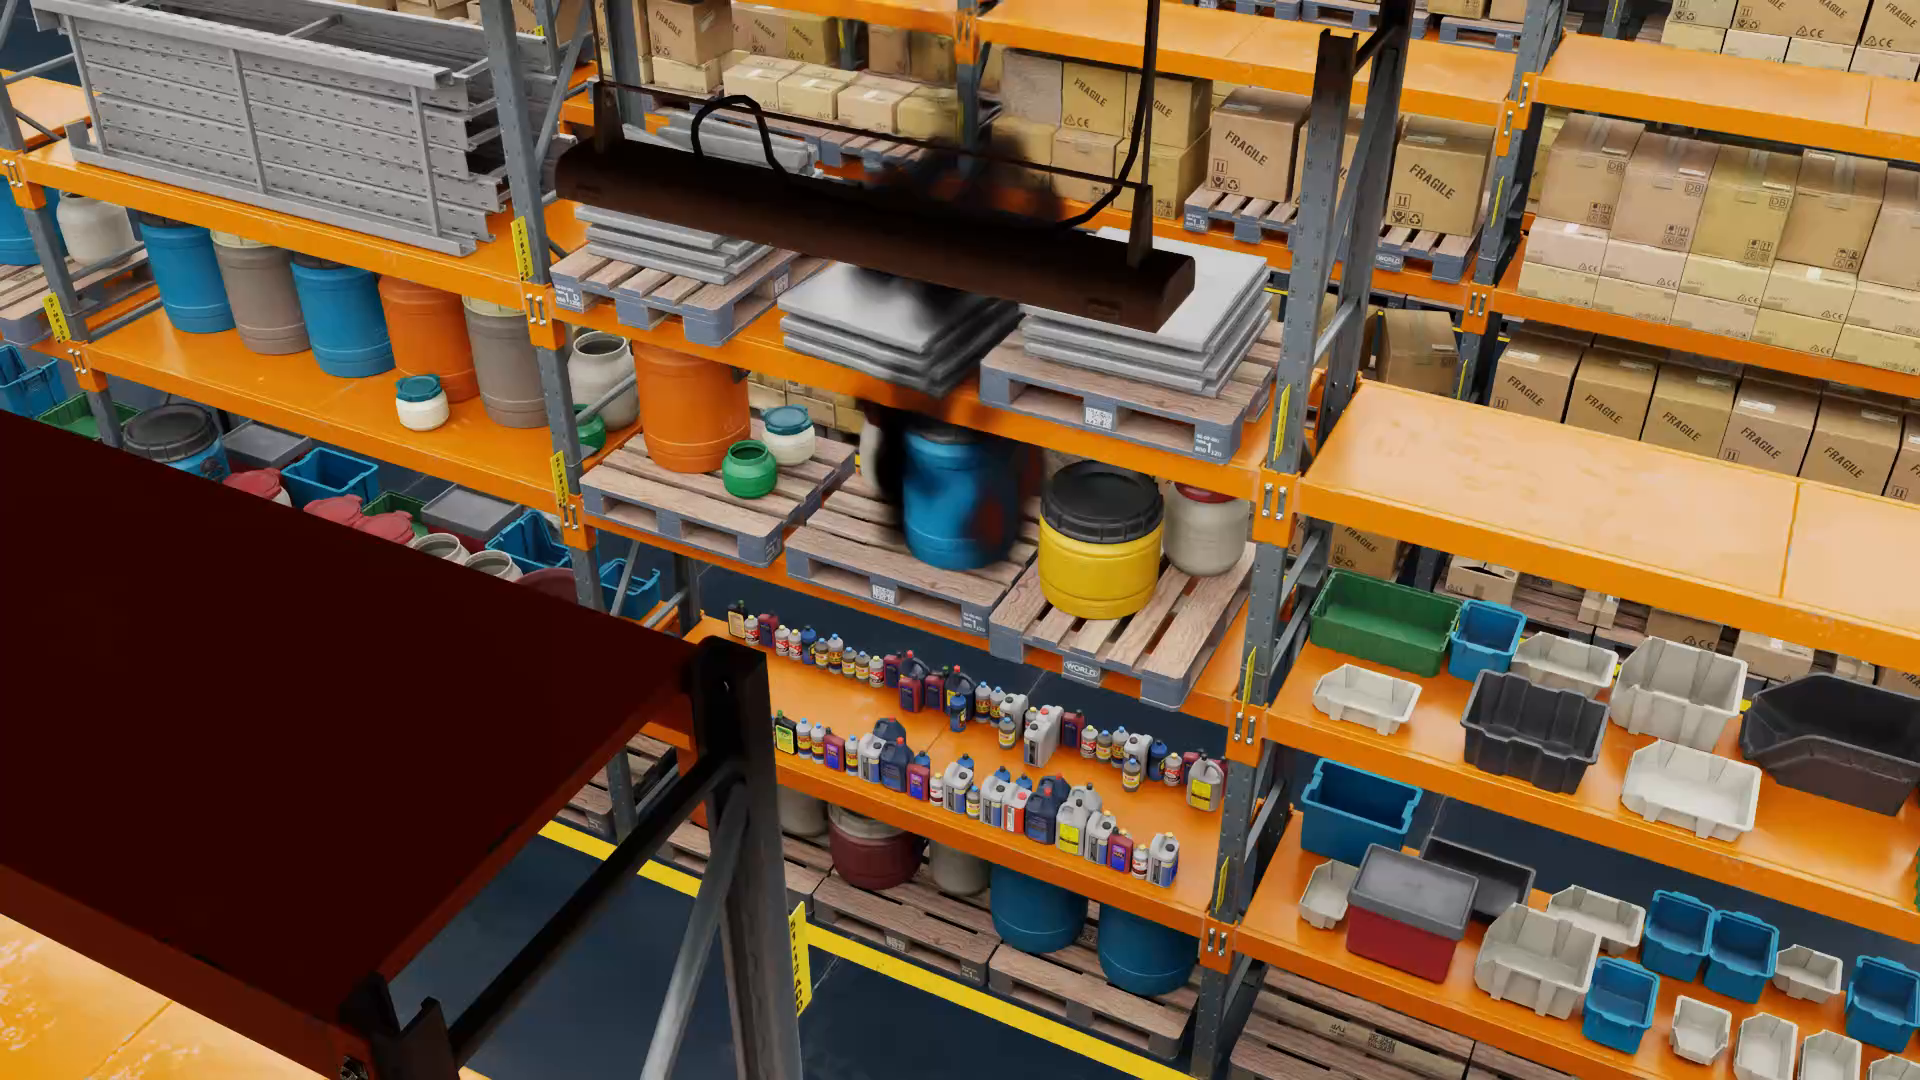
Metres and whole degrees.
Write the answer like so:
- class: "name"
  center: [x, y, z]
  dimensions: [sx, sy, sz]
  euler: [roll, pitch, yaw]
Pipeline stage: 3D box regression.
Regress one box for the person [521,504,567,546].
- class: "person"
  center: [-3.468, -0.478, 13.127]
  dimensions: [0.747, 1.682, 0.617]
  euler: [9, 36, 13]
